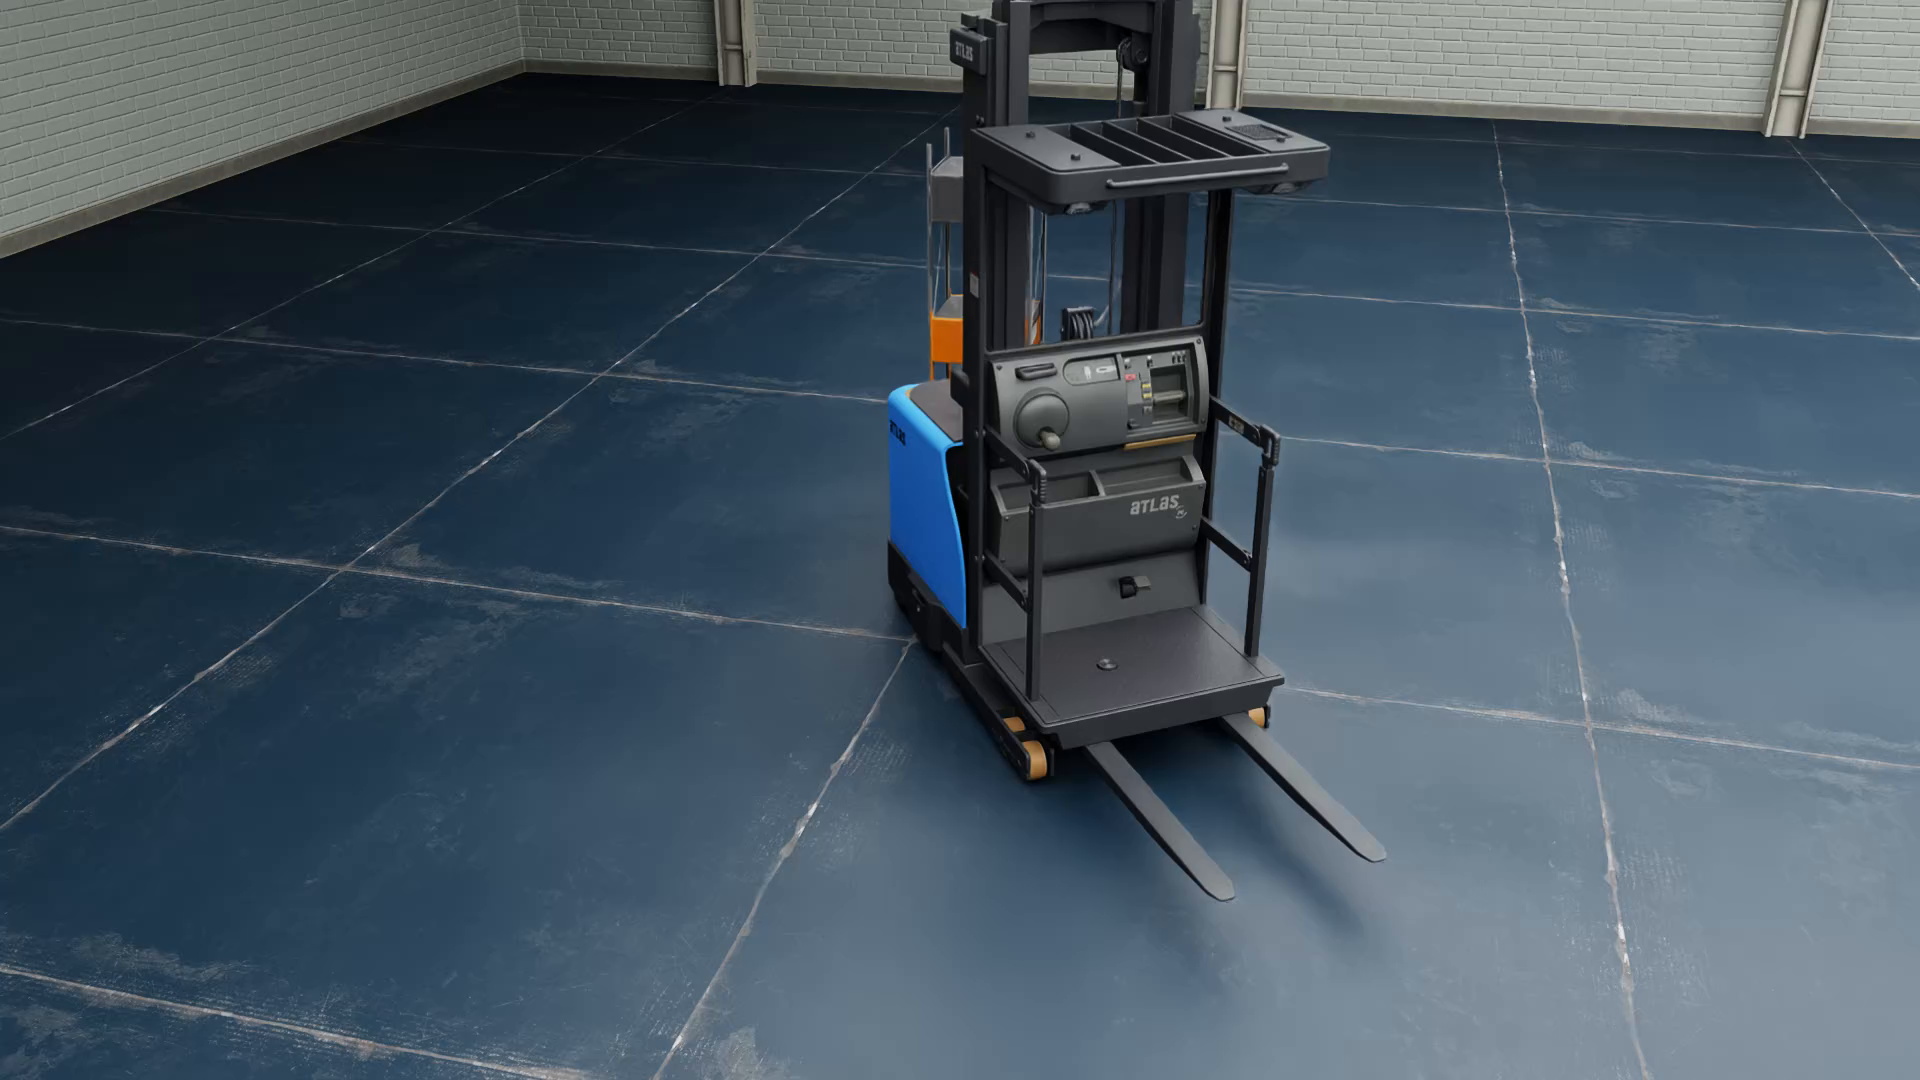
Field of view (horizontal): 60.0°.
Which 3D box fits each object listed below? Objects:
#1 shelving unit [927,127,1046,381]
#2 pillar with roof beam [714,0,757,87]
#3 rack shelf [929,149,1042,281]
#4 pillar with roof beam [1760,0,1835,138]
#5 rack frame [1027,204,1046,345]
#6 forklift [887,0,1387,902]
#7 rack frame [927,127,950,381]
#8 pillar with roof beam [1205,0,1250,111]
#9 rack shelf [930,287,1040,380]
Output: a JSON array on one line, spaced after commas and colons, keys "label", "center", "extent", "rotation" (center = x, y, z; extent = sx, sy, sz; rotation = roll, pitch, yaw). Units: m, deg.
[{"label": "shelving unit", "center": [0.134, -0.950, 8.303], "extent": [0.503, 2.100, 0.431], "rotation": [6, 26, 12]}, {"label": "pillar with roof beam", "center": [-3.824, -7.931, 14.940], "extent": [0.400, 9.000, 9.100], "rotation": [6, 26, 13]}, {"label": "rack shelf", "center": [0.134, -1.570, 8.008], "extent": [0.480, 0.518, 0.431], "rotation": [6, 26, 12]}, {"label": "pillar with roof beam", "center": [7.798, -6.646, 12.241], "extent": [0.400, 9.000, 9.100], "rotation": [6, 26, 13]}, {"label": "rack frame", "center": [0.372, -0.927, 8.254], "extent": [0.015, 2.100, 0.400], "rotation": [6, 26, 12]}, {"label": "forklift", "center": [0.652, -0.554, 6.503], "extent": [1.130, 2.935, 3.031], "rotation": [-9, 27, -19]}, {"label": "rack frame", "center": [-0.104, -0.974, 8.352], "extent": [0.015, 2.100, 0.400], "rotation": [6, 26, 12]}, {"label": "pillar with roof beam", "center": [1.987, -7.289, 13.591], "extent": [0.400, 9.000, 9.100], "rotation": [6, 26, 13]}, {"label": "rack shelf", "center": [0.134, -0.938, 8.309], "extent": [0.480, 0.518, 0.431], "rotation": [6, 26, 12]}]
